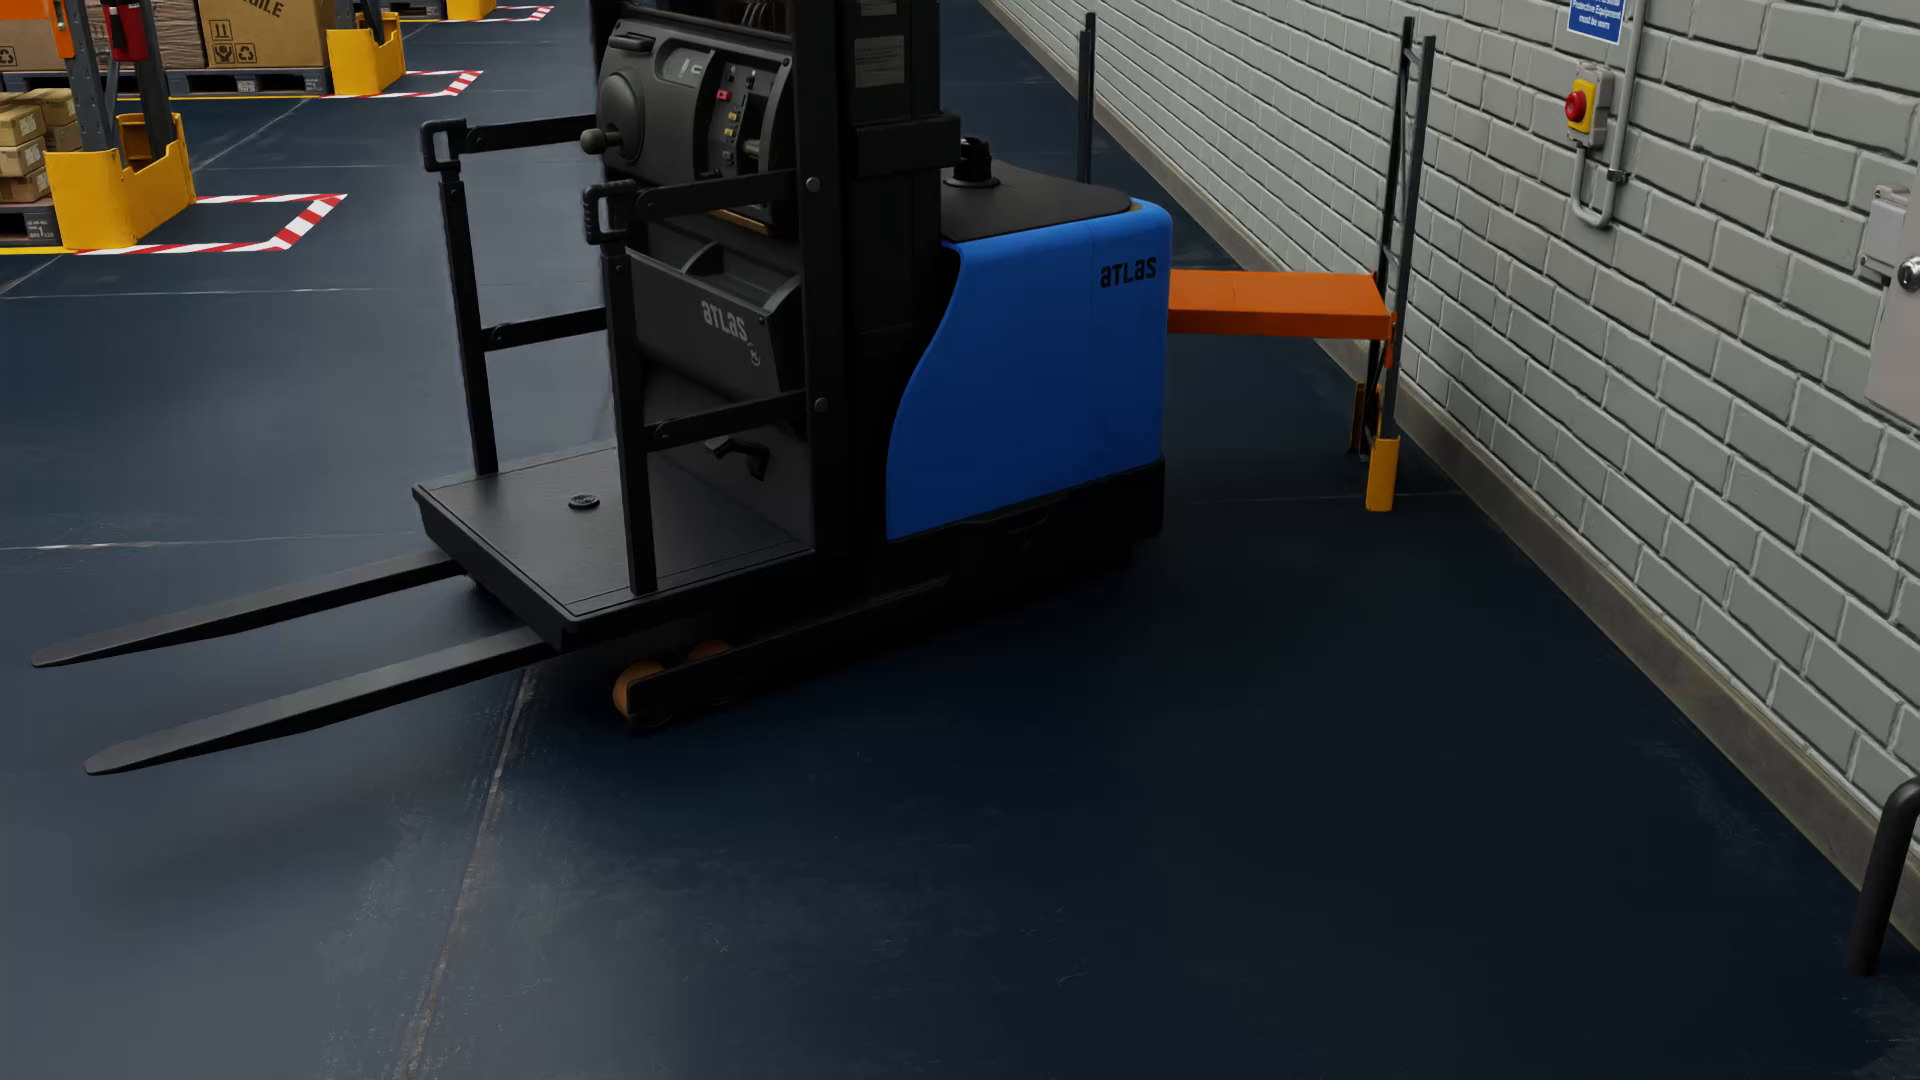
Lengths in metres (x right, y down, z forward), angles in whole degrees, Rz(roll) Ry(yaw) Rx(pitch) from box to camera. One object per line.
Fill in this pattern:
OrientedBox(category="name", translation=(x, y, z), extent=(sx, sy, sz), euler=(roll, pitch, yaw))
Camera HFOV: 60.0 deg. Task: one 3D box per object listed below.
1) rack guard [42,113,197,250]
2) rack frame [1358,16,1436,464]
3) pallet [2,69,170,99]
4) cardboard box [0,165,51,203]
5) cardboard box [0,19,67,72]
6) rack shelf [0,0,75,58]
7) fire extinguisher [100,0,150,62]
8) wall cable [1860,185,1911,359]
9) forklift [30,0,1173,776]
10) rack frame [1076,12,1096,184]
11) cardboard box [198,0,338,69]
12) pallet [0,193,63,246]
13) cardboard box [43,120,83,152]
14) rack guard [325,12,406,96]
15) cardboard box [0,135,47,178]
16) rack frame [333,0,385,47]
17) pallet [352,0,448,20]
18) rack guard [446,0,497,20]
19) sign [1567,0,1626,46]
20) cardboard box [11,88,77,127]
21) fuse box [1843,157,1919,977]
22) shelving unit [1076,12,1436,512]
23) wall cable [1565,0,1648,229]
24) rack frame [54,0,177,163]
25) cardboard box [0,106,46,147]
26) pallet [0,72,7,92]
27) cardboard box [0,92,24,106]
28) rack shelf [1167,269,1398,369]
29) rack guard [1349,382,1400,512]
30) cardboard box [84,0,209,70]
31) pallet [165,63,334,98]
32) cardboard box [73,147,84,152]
OrientedBox(category="rack guard", translation=(-4.561, -1.975, 9.079), extent=(0.348, 0.500, 1.175), euler=(-2, 24, -5))
OrientedBox(category="rack frame", translation=(1.413, -0.898, 5.423), extent=(0.032, 1.500, 0.500), euler=(3, 24, 6))
OrientedBox(category="pallet", translation=(-6.871, -3.744, 13.414), extent=(1.213, 0.211, 1.003), euler=(-2, 24, -5))
OrientedBox(category="cardboard box", translation=(-4.988, -1.905, 8.835), extent=(0.250, 0.149, 0.380), euler=(-2, 24, -4))
OrientedBox(category="cardboard box", translation=(-7.292, -4.221, 13.152), extent=(0.875, 0.875, 0.875), euler=(-2, 24, -5))
OrientedBox(category="rack shelf", translation=(-6.475, -2.712, 8.544), extent=(4.000, 0.370, 1.077), euler=(-2, 24, -5))
OrientedBox(category="fire extinguisher", translation=(-4.189, -2.738, 8.272), extent=(0.183, 0.674, 0.296), euler=(-2, 24, -5))
OrientedBox(category="wall cable", translation=(1.862, -1.250, 3.118), extent=(0.122, 1.984, 0.588), euler=(-2, 24, -5))
OrientedBox(category="forklift", translation=(-0.858, -1.109, 4.136), extent=(3.031, 2.935, 1.130), euler=(-17, 29, -33))
OrientedBox(category="rack frame", translation=(0.403, -0.943, 5.526), extent=(0.032, 1.500, 0.500), euler=(3, 24, 6))
OrientedBox(category="cardboard box", translation=(-5.501, -4.293, 13.314), extent=(0.875, 0.875, 0.875), euler=(-2, 24, -5))
OrientedBox(category="pallet", translation=(-5.373, -1.825, 9.097), extent=(1.213, 0.211, 1.003), euler=(-2, 24, -5))
OrientedBox(category="cardboard box", translation=(-5.032, -2.229, 9.198), extent=(0.250, 0.149, 0.380), euler=(-1, 24, -3))
OrientedBox(category="rack guard", translation=(-4.848, -3.988, 13.607), extent=(0.348, 0.500, 1.175), euler=(-2, 24, -5))
OrientedBox(category="cardboard box", translation=(-4.982, -2.009, 8.704), extent=(0.250, 0.149, 0.380), euler=(-3, 24, -7))
OrientedBox(category="rack frame", translation=(-4.872, -5.130, 13.098), extent=(0.127, 3.000, 1.000), euler=(-2, 24, -5))
OrientedBox(category="pallet", translation=(-6.183, -5.840, 18.129), extent=(1.213, 0.211, 1.003), euler=(-2, 24, -5))
OrientedBox(category="rack guard", translation=(-5.336, -5.995, 18.123), extent=(0.348, 0.500, 1.175), euler=(-2, 24, -5))
OrientedBox(category="sign", translation=(1.767, -1.504, 4.608), extent=(0.001, 0.218, 0.327), euler=(-2, 24, -5))
OrientedBox(category="cardboard box", translation=(-5.040, -2.398, 9.213), extent=(0.250, 0.149, 0.380), euler=(-3, 24, -8))
OrientedBox(category="fuse box", translation=(1.772, 0.085, 2.952), extent=(0.414, 1.711, 0.539), euler=(-2, 24, -5))
OrientedBox(category="shelving unit", translation=(0.917, -0.920, 5.473), extent=(1.083, 1.500, 0.587), euler=(3, 24, 6))
OrientedBox(category="wall cable", translation=(1.711, -1.837, 4.401), extent=(0.123, 1.953, 0.585), euler=(-2, 24, -5))
OrientedBox(category="rack frame", translation=(-4.485, -3.121, 8.578), extent=(0.127, 3.000, 1.000), euler=(-2, 24, -5))
OrientedBox(category="cardboard box", translation=(-4.987, -2.158, 8.673), extent=(0.250, 0.149, 0.380), euler=(-2, 24, -5))
OrientedBox(category="pallet", translation=(-8.088, -3.694, 13.302), extent=(1.213, 0.211, 1.003), euler=(-2, 24, -5))
OrientedBox(category="cardboard box", translation=(-5.302, -2.339, 9.079), extent=(0.250, 0.149, 0.380), euler=(-2, 24, -4))
OrientedBox(category="rack shelf", translation=(0.908, -0.756, 5.547), extent=(1.000, 0.185, 0.538), euler=(3, 24, 6))
OrientedBox(category="rack guard", translation=(1.412, -0.327, 5.677), extent=(0.087, 0.250, 0.587), euler=(3, 24, 6))
OrientedBox(category="cardboard box", translation=(-6.407, -4.256, 13.232), extent=(0.875, 0.875, 0.875), euler=(-2, 24, -5))
OrientedBox(category="pallet", translation=(-5.660, -3.792, 13.521), extent=(1.213, 0.211, 1.003), euler=(-2, 24, -5))
OrientedBox(category="cardboard box", translation=(-5.038, -2.118, 9.316), extent=(0.250, 0.149, 0.380), euler=(-2, 24, -4))
